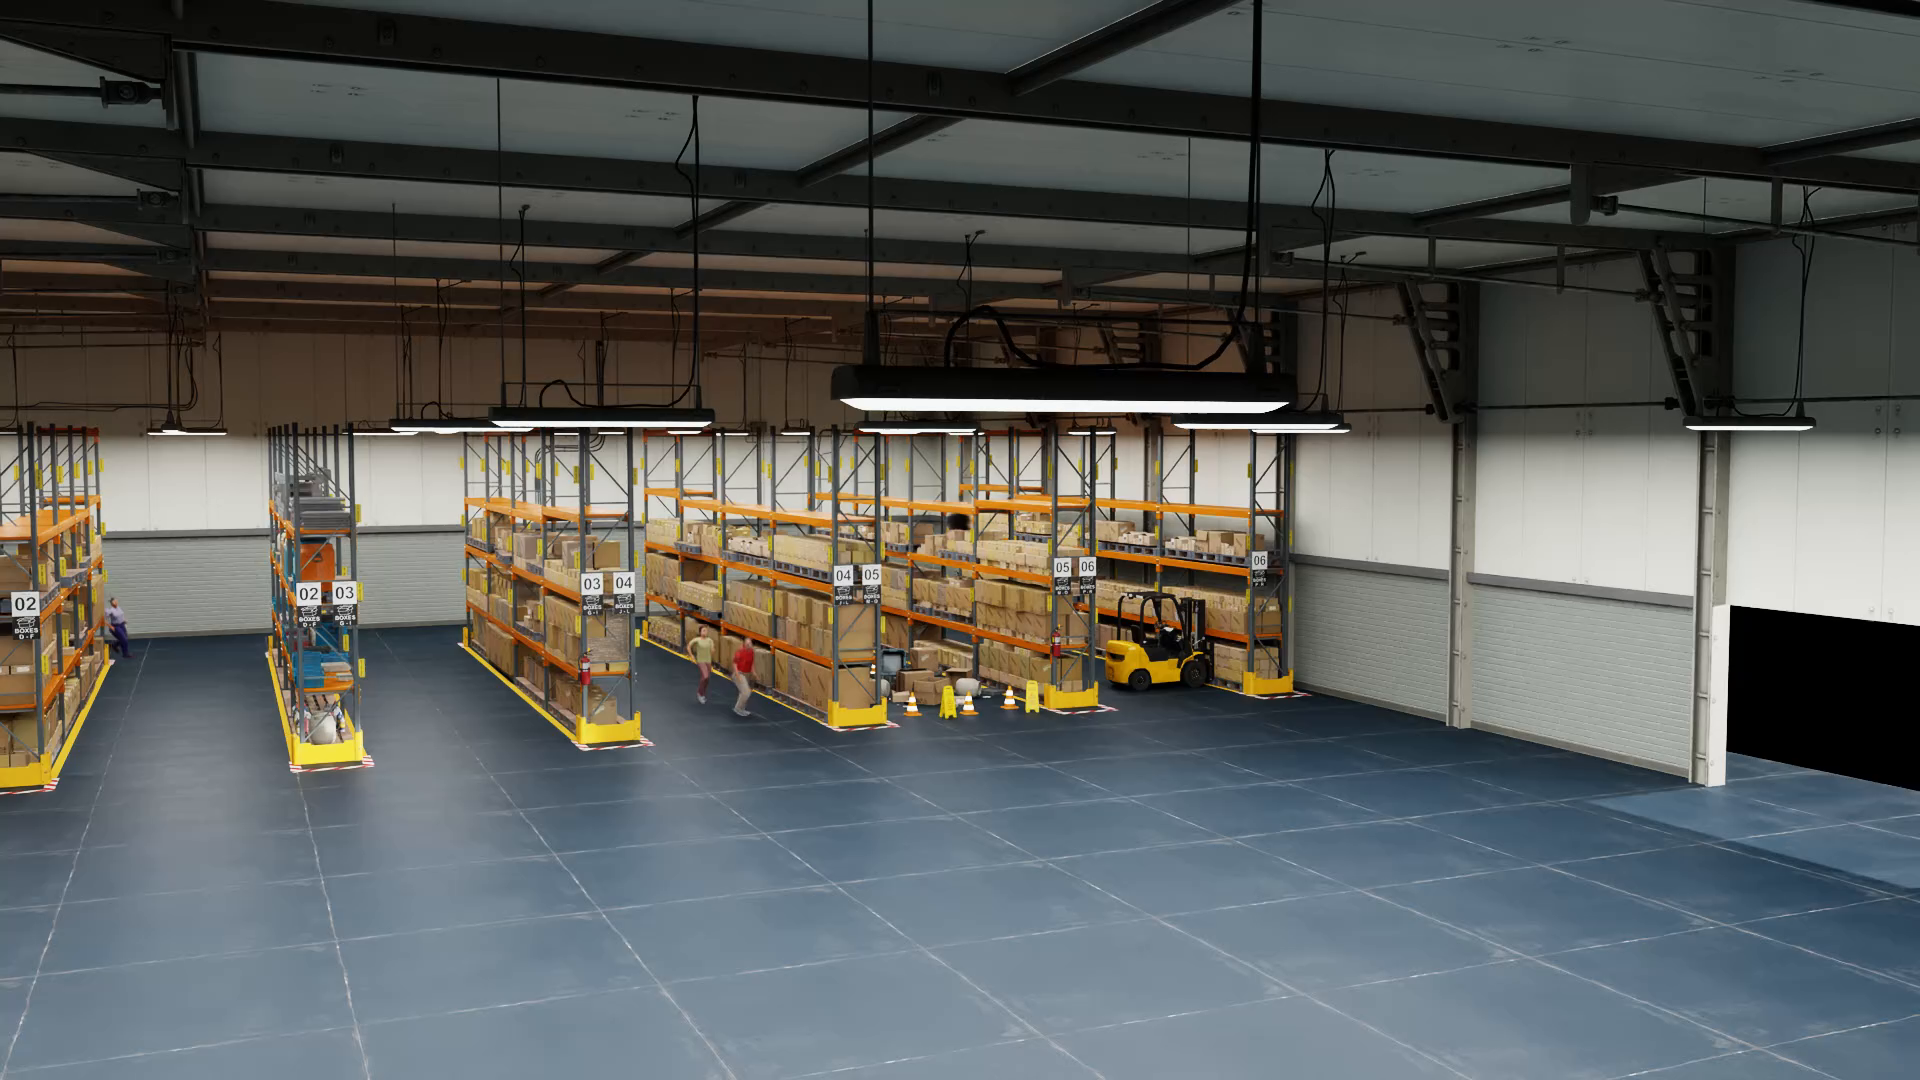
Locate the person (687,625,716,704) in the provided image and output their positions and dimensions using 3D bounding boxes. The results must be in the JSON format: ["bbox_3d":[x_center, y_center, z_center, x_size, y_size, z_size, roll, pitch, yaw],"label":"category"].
[{"bbox_3d":[-5.559,2.688,36.017,0.561,1.688,0.684,-3,5,-39],"label":"person"}]

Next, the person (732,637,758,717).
[{"bbox_3d":[-4.477,2.811,34.243,0.588,1.665,0.661,1,4,20],"label":"person"}]

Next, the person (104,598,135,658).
[{"bbox_3d":[-21.958,2.291,43.268,0.731,1.588,0.660,1,4,12],"label":"person"}]
